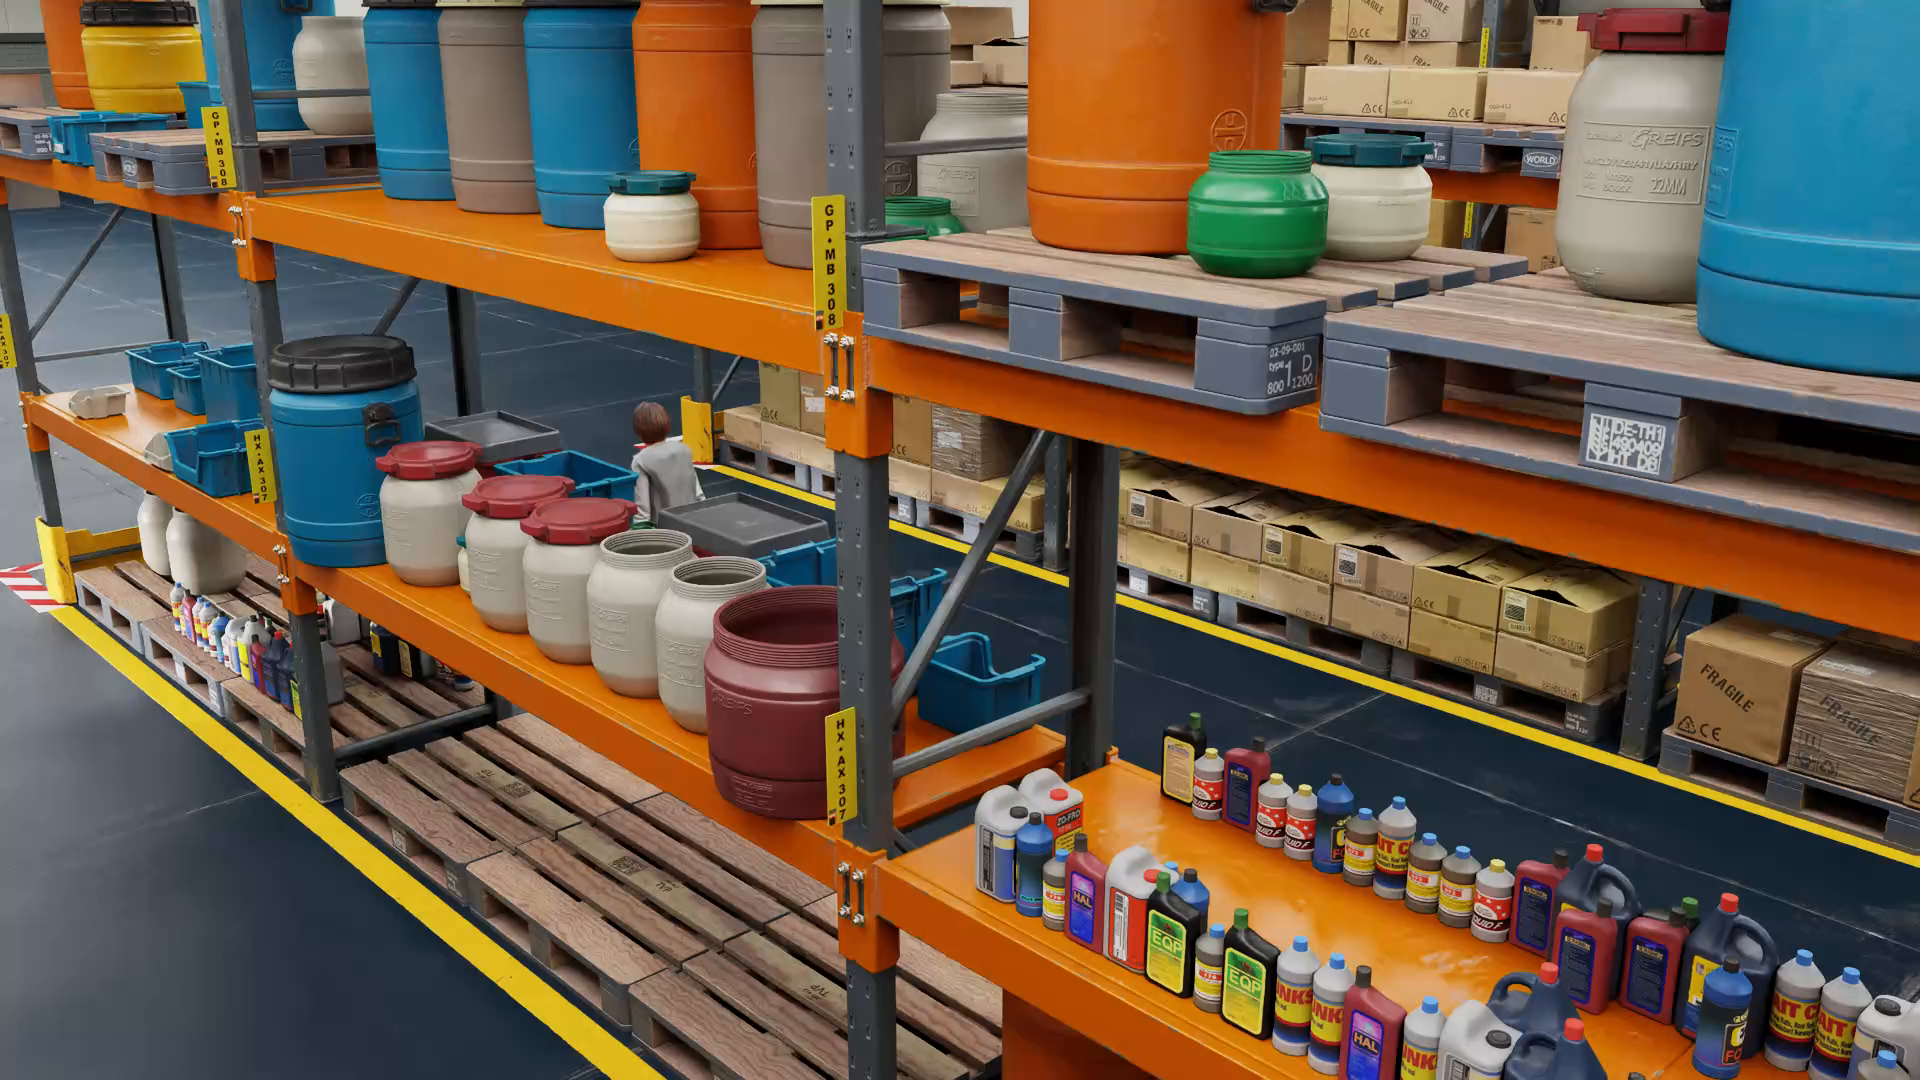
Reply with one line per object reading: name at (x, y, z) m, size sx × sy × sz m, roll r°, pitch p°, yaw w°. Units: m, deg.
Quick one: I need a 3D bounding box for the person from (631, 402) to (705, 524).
person at (-1.565, 0.045, 8.930) m, size 0.346 × 1.591 × 0.475 m, roll 16°, pitch 24°, yaw 41°
